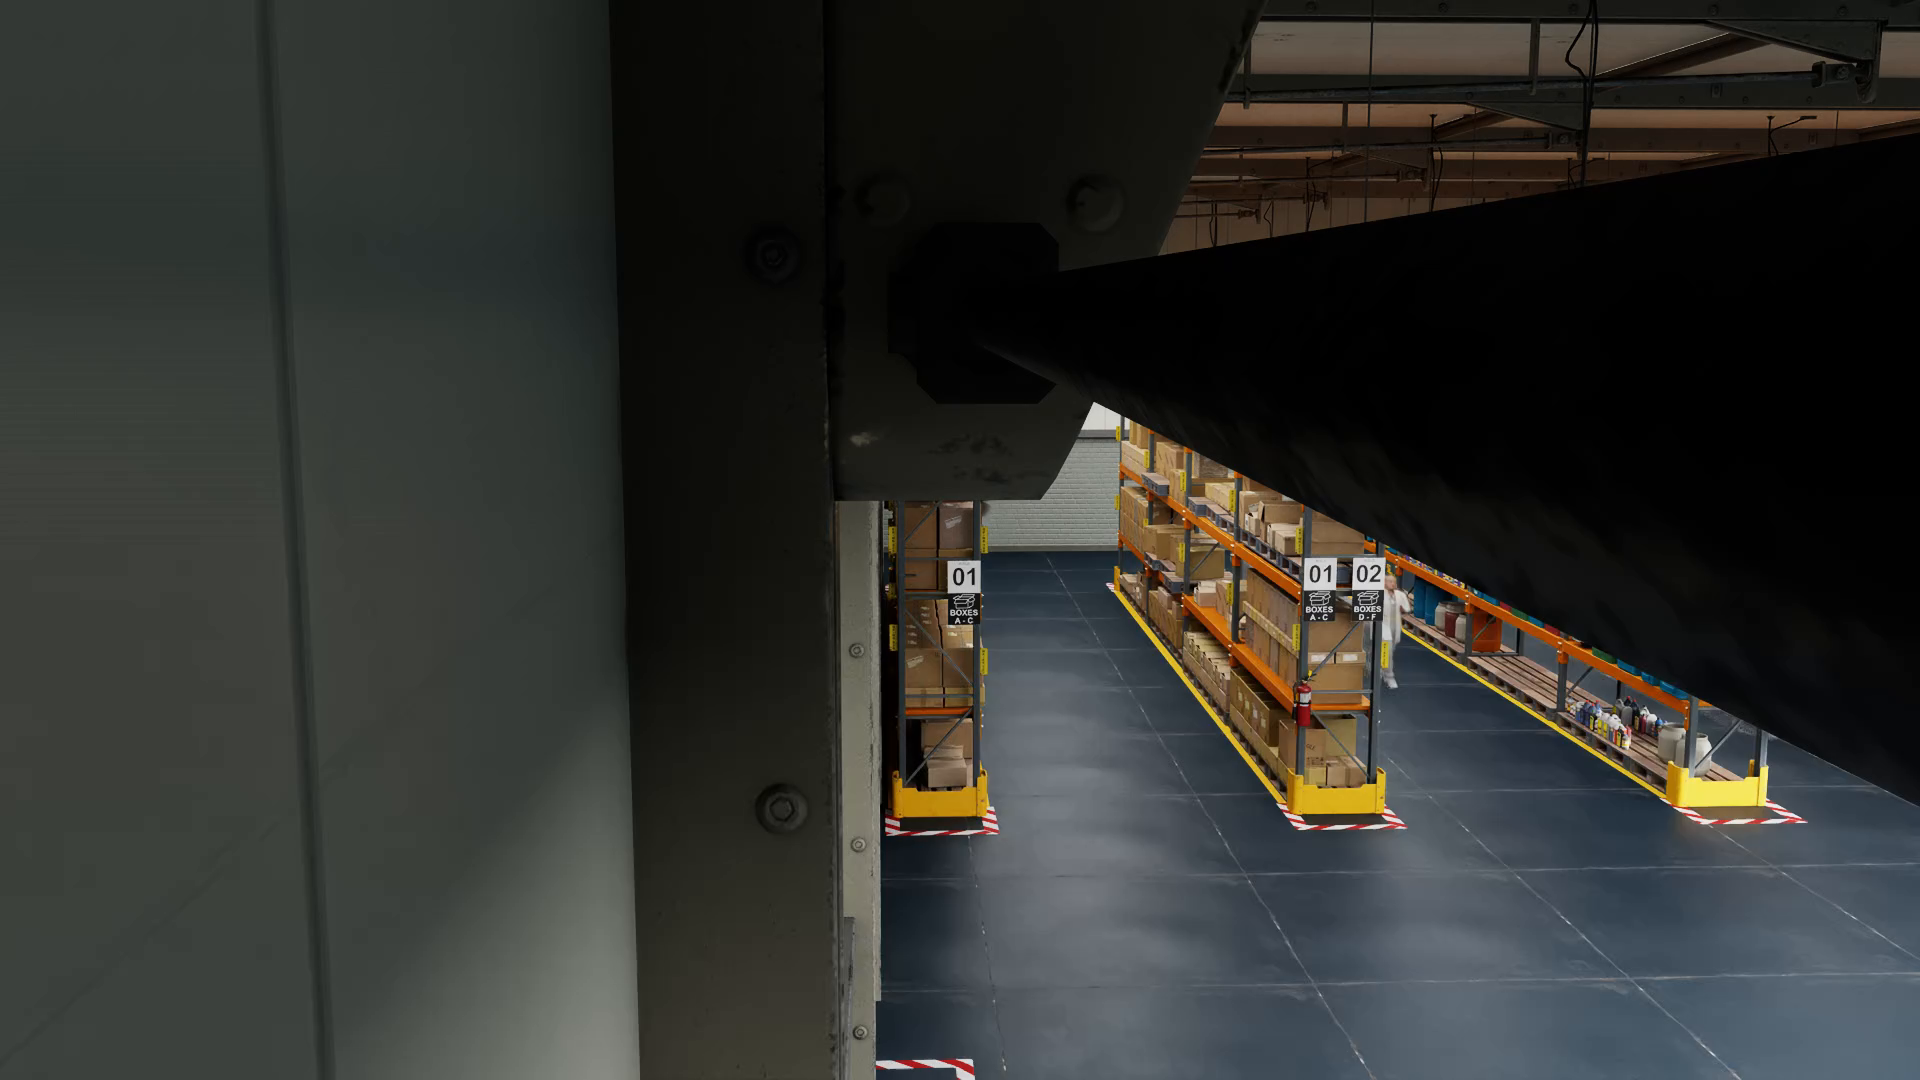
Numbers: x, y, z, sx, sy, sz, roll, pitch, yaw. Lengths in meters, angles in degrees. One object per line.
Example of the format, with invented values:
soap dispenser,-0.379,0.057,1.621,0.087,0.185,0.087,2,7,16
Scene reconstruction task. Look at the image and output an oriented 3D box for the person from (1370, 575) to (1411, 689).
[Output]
person,7.092,1.479,27.531,0.689,1.810,0.983,-2,8,-14
